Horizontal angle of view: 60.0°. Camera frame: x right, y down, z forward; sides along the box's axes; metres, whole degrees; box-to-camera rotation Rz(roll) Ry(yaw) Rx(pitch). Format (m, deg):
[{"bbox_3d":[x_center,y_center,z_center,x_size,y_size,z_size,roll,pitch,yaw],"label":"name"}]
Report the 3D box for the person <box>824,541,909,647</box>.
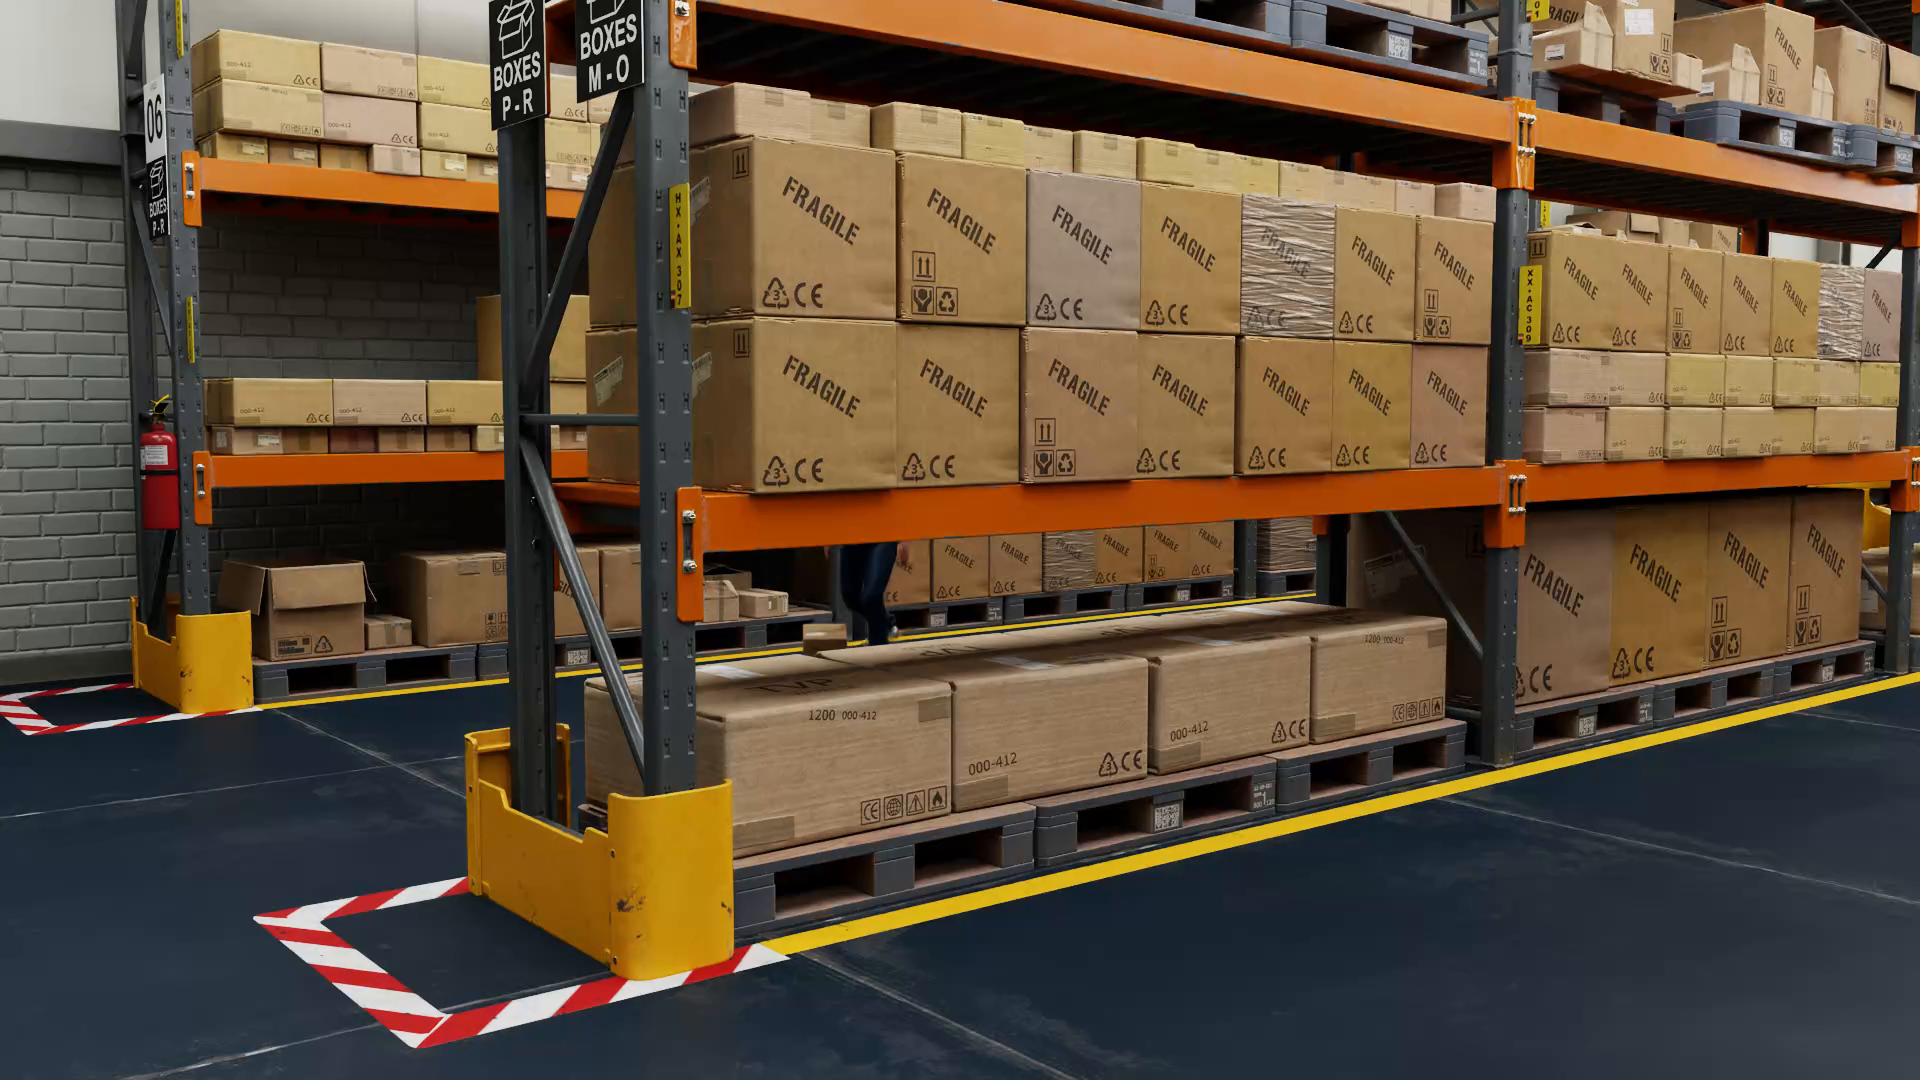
[{"bbox_3d":[-0.467,-0.008,9.521,0.481,1.555,0.679,2,5,28],"label":"person"}]
